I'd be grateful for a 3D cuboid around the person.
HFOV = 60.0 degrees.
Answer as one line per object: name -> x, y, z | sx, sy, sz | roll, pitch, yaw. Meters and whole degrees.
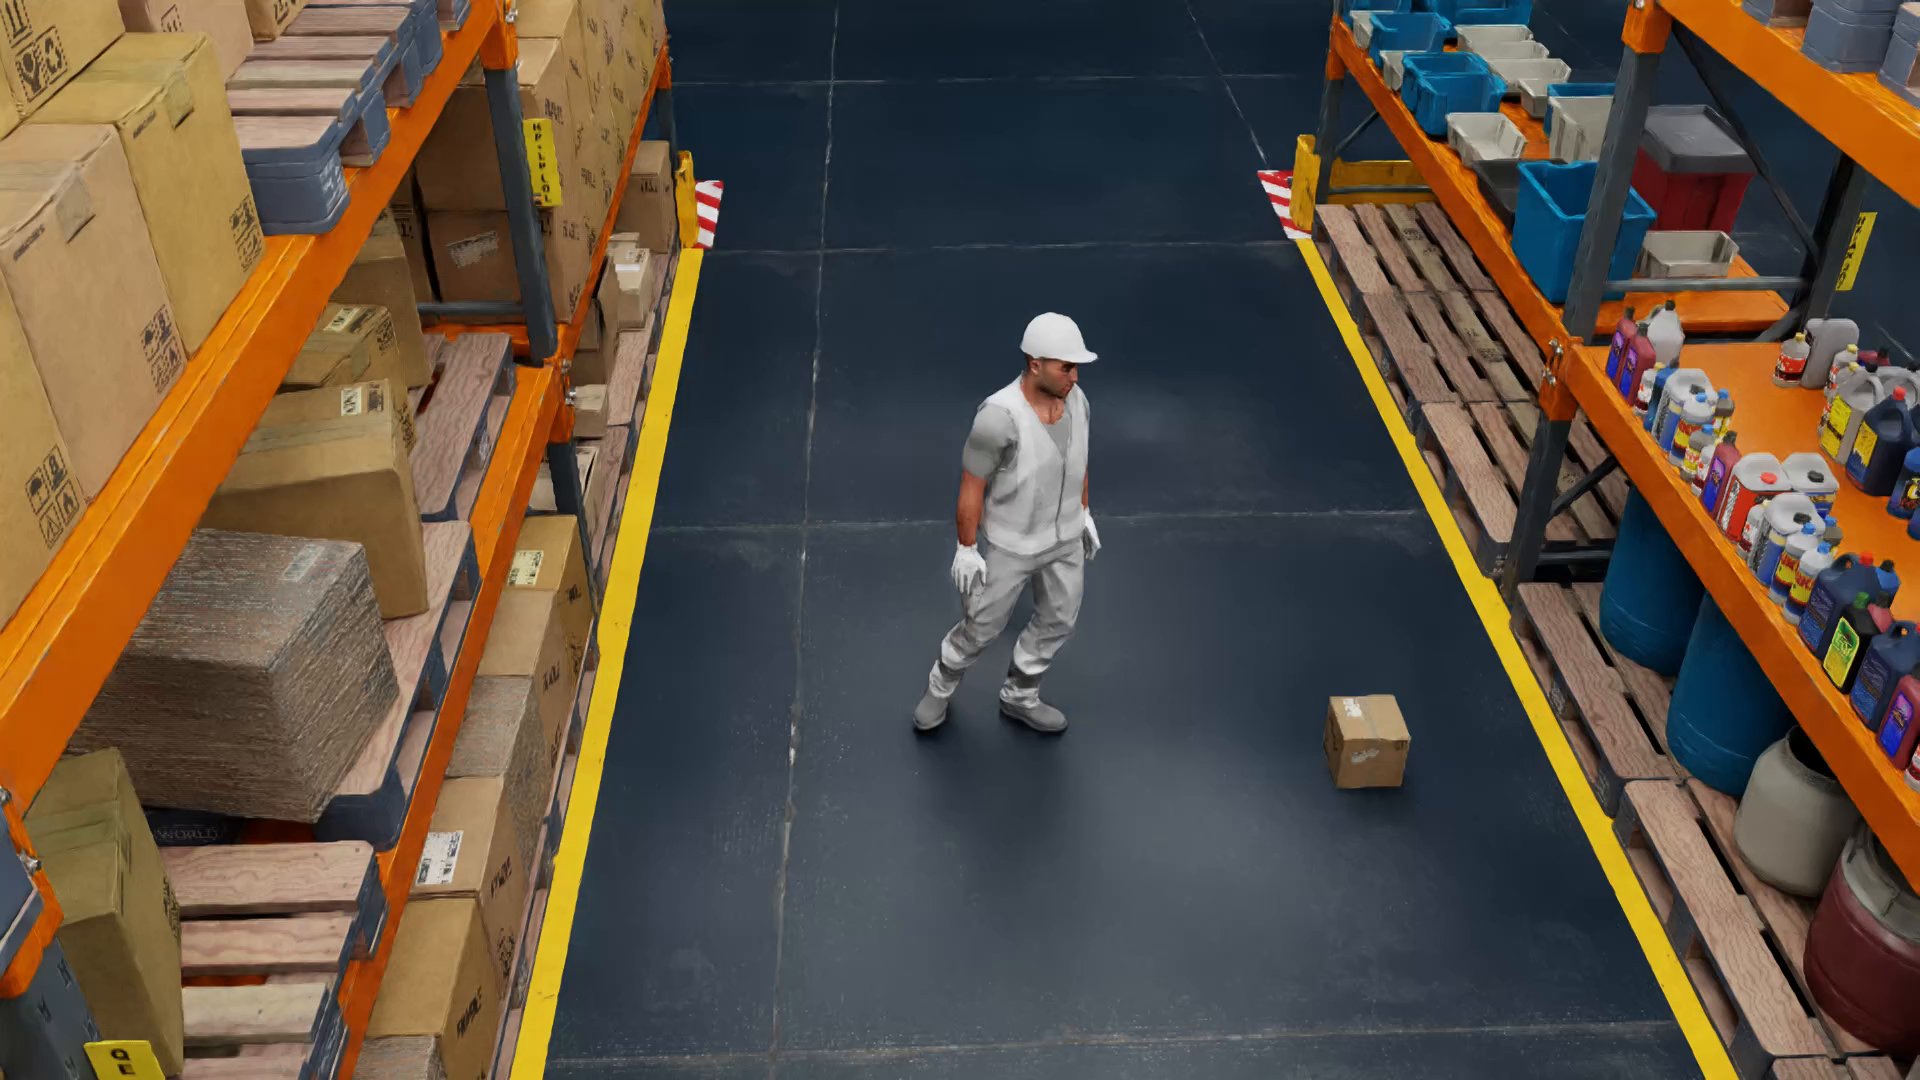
person -> 0.165, -0.032, 6.186 | 0.721, 1.764, 0.508 | -23, 41, -29
